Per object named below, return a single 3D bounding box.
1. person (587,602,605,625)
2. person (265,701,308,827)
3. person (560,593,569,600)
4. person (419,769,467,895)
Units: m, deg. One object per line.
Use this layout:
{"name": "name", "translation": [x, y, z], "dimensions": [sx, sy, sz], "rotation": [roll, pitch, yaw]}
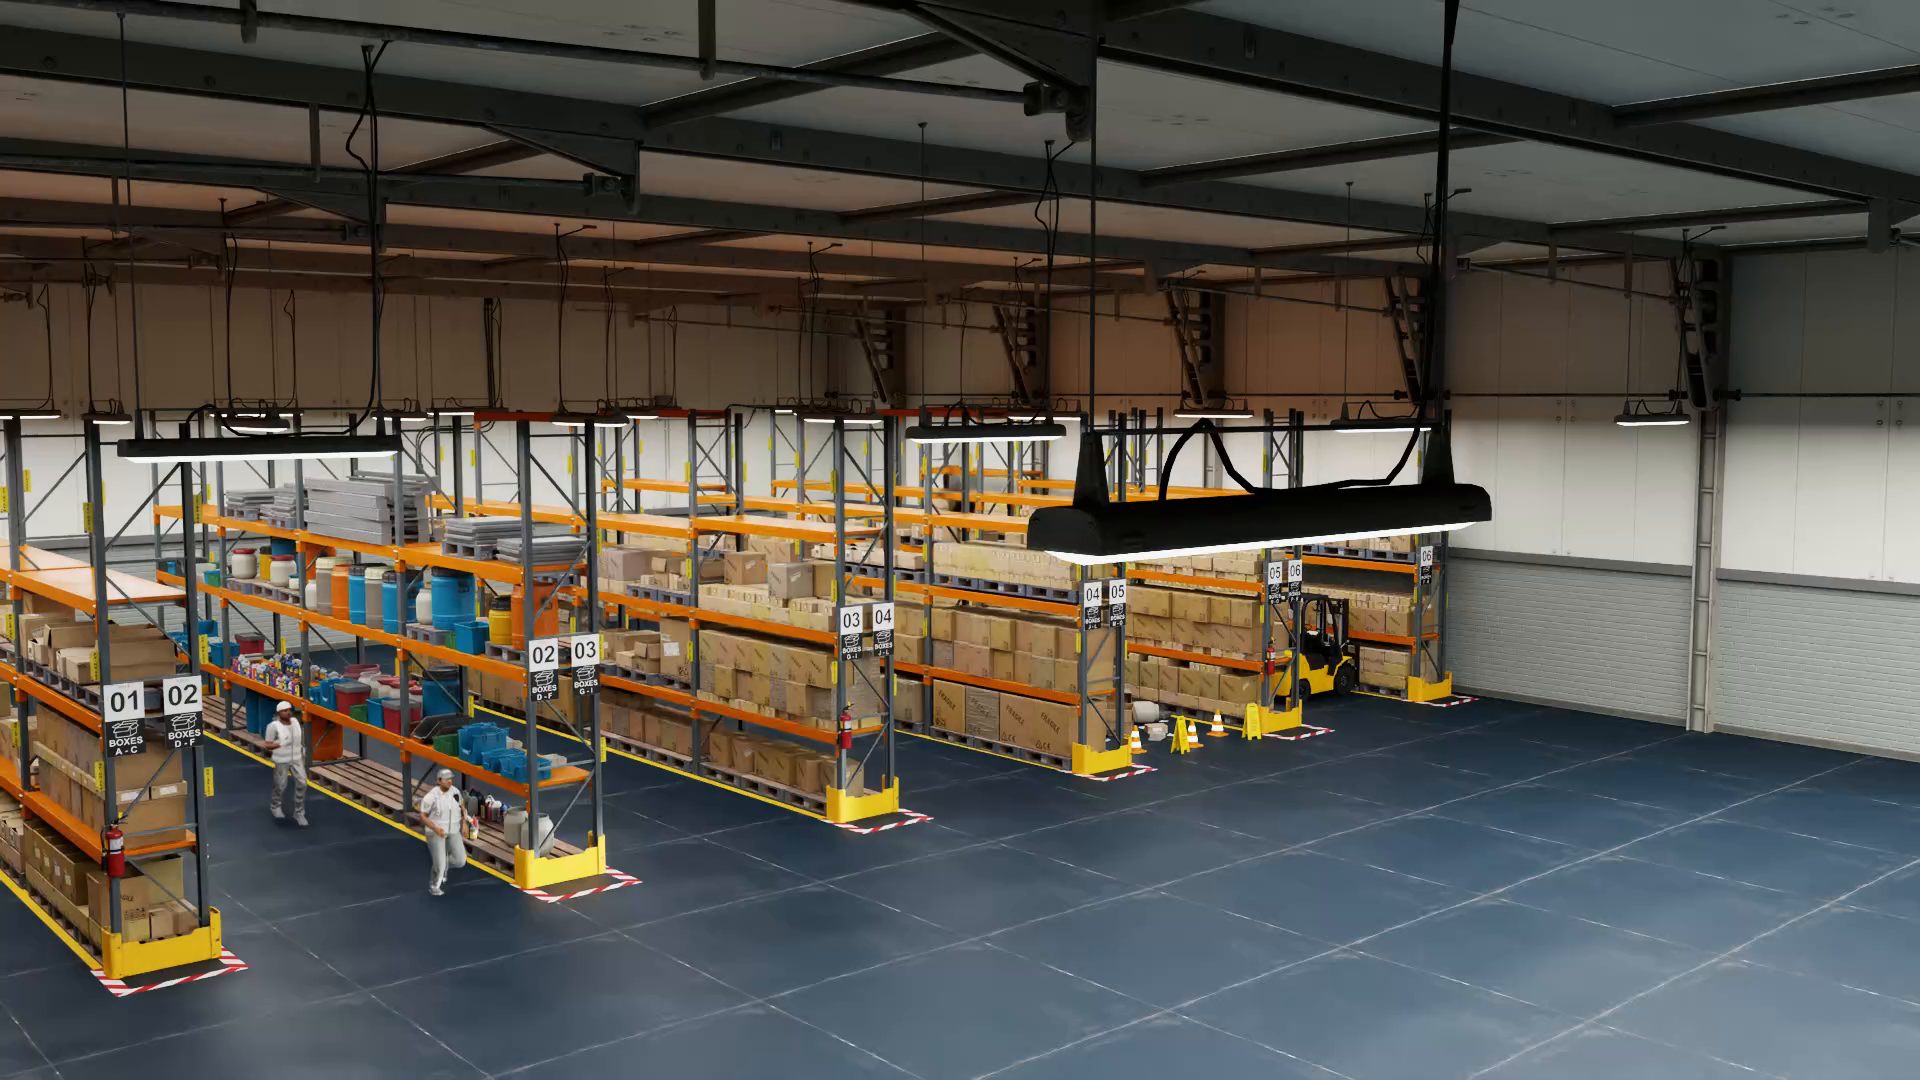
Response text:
{"name": "person", "translation": [-8.405, 2.209, 37.714], "dimensions": [0.702, 1.729, 0.800], "rotation": [-3, 6, -30]}
{"name": "person", "translation": [-9.903, 3.284, 24.478], "dimensions": [0.729, 1.838, 0.659], "rotation": [4, 7, 41]}
{"name": "person", "translation": [-9.735, 2.017, 40.157], "dimensions": [0.709, 1.600, 0.559], "rotation": [5, 7, 44]}
{"name": "person", "translation": [-6.517, 3.677, 21.039], "dimensions": [0.542, 1.582, 0.651], "rotation": [5, 7, 44]}
